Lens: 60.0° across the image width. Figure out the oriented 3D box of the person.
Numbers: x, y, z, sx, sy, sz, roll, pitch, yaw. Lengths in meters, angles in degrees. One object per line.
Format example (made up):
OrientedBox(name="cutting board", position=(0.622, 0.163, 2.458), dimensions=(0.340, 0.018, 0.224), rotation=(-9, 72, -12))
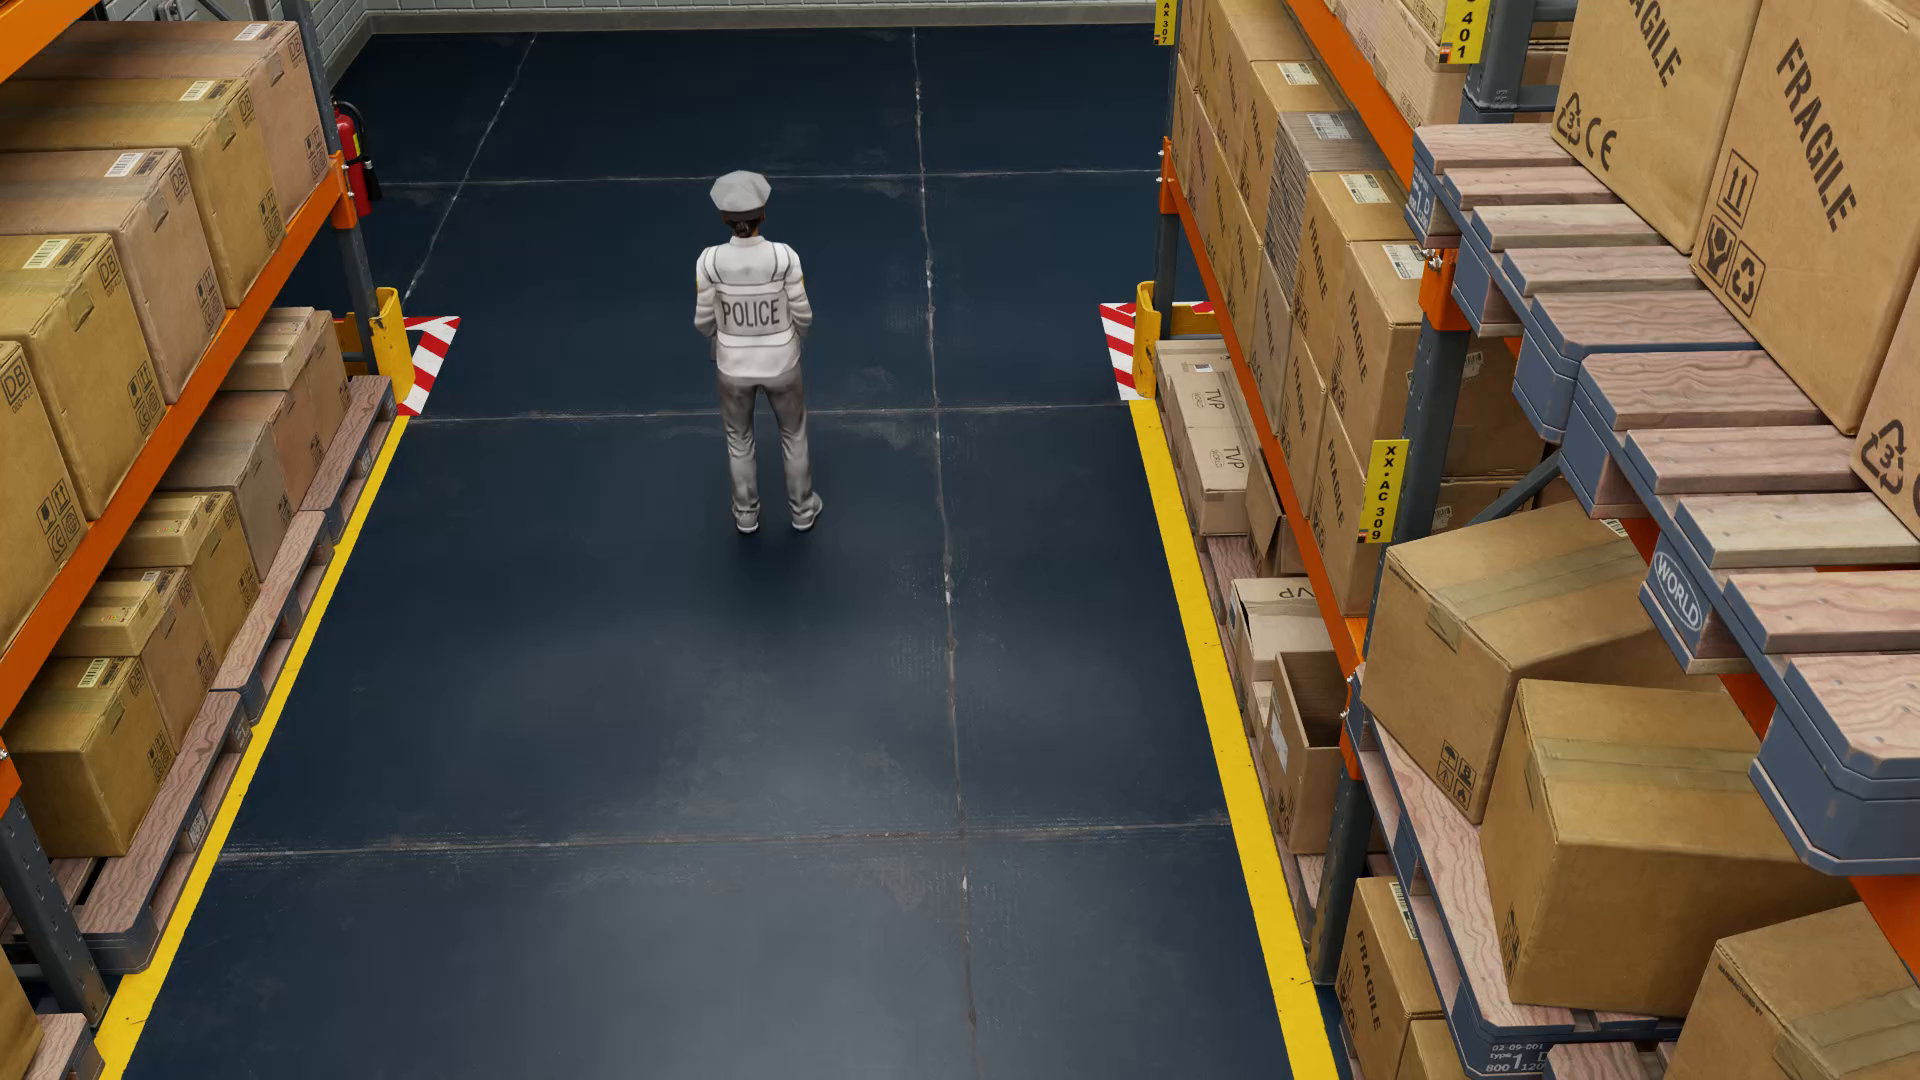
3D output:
OrientedBox(name="person", position=(-0.879, -0.783, 7.227), dimensions=(0.501, 1.682, 0.398), rotation=(-2, 36, -3))
